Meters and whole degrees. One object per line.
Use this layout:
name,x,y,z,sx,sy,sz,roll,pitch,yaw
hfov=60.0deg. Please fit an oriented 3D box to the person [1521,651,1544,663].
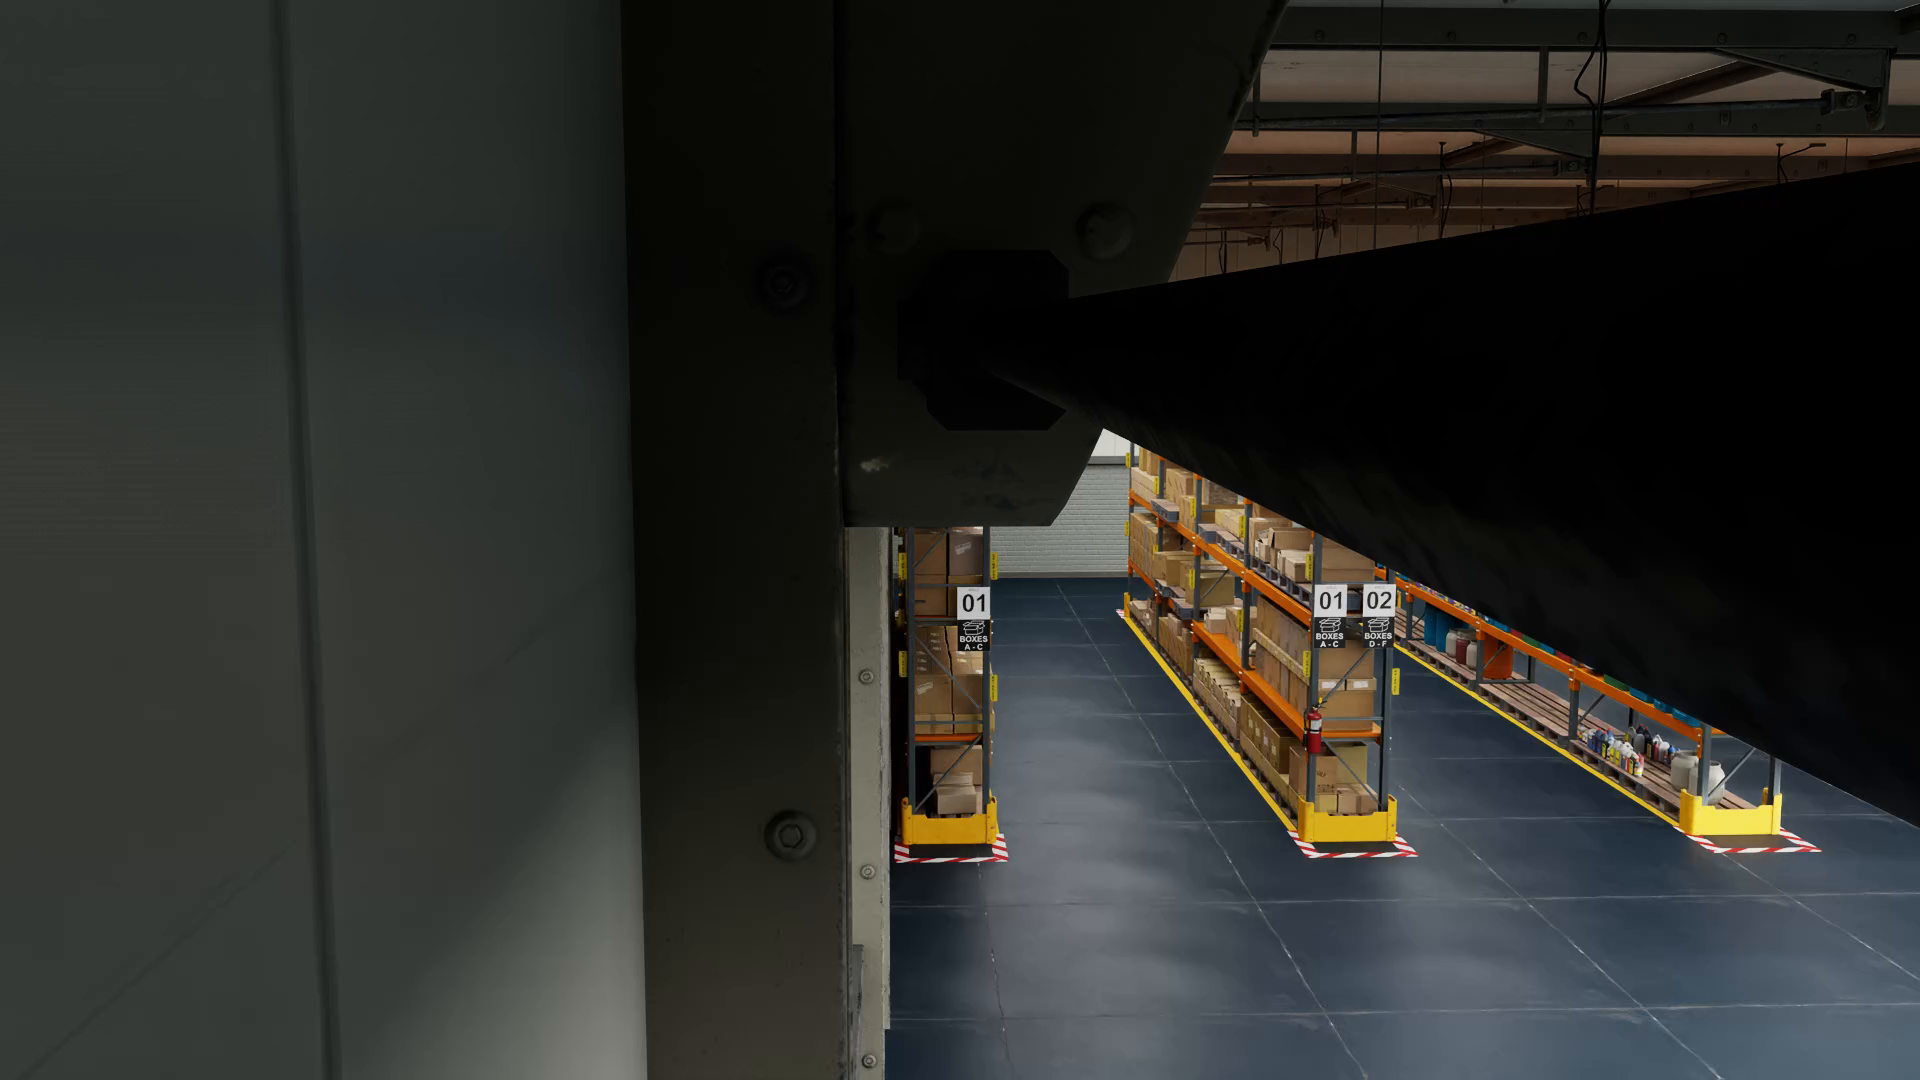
person,11.014,1.498,31.591,0.753,1.697,0.993,-1,7,-7
